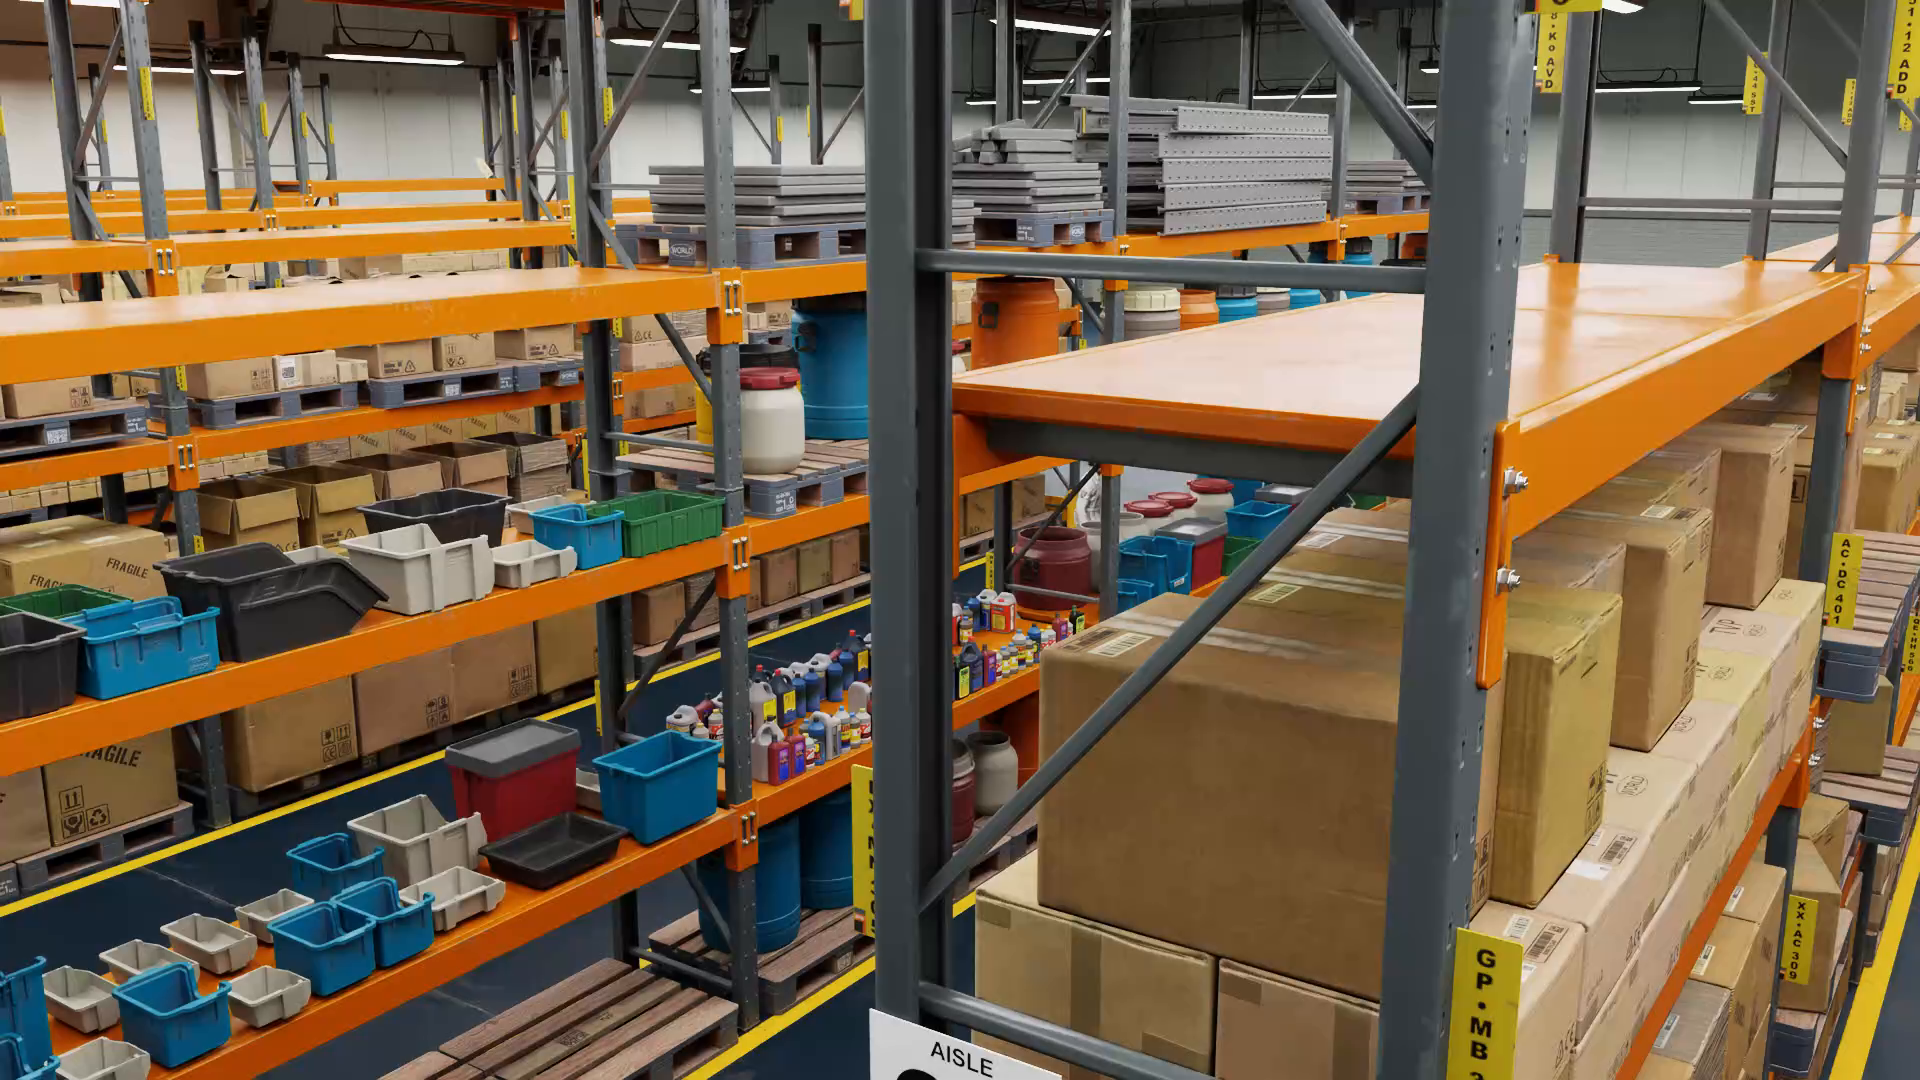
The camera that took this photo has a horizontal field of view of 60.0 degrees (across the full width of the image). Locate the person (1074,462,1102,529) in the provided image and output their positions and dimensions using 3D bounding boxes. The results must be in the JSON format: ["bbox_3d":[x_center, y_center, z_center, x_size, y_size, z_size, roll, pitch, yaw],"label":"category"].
[{"bbox_3d":[1.422,-0.138,17.568,0.403,1.664,0.529,9,16,33],"label":"person"}]
